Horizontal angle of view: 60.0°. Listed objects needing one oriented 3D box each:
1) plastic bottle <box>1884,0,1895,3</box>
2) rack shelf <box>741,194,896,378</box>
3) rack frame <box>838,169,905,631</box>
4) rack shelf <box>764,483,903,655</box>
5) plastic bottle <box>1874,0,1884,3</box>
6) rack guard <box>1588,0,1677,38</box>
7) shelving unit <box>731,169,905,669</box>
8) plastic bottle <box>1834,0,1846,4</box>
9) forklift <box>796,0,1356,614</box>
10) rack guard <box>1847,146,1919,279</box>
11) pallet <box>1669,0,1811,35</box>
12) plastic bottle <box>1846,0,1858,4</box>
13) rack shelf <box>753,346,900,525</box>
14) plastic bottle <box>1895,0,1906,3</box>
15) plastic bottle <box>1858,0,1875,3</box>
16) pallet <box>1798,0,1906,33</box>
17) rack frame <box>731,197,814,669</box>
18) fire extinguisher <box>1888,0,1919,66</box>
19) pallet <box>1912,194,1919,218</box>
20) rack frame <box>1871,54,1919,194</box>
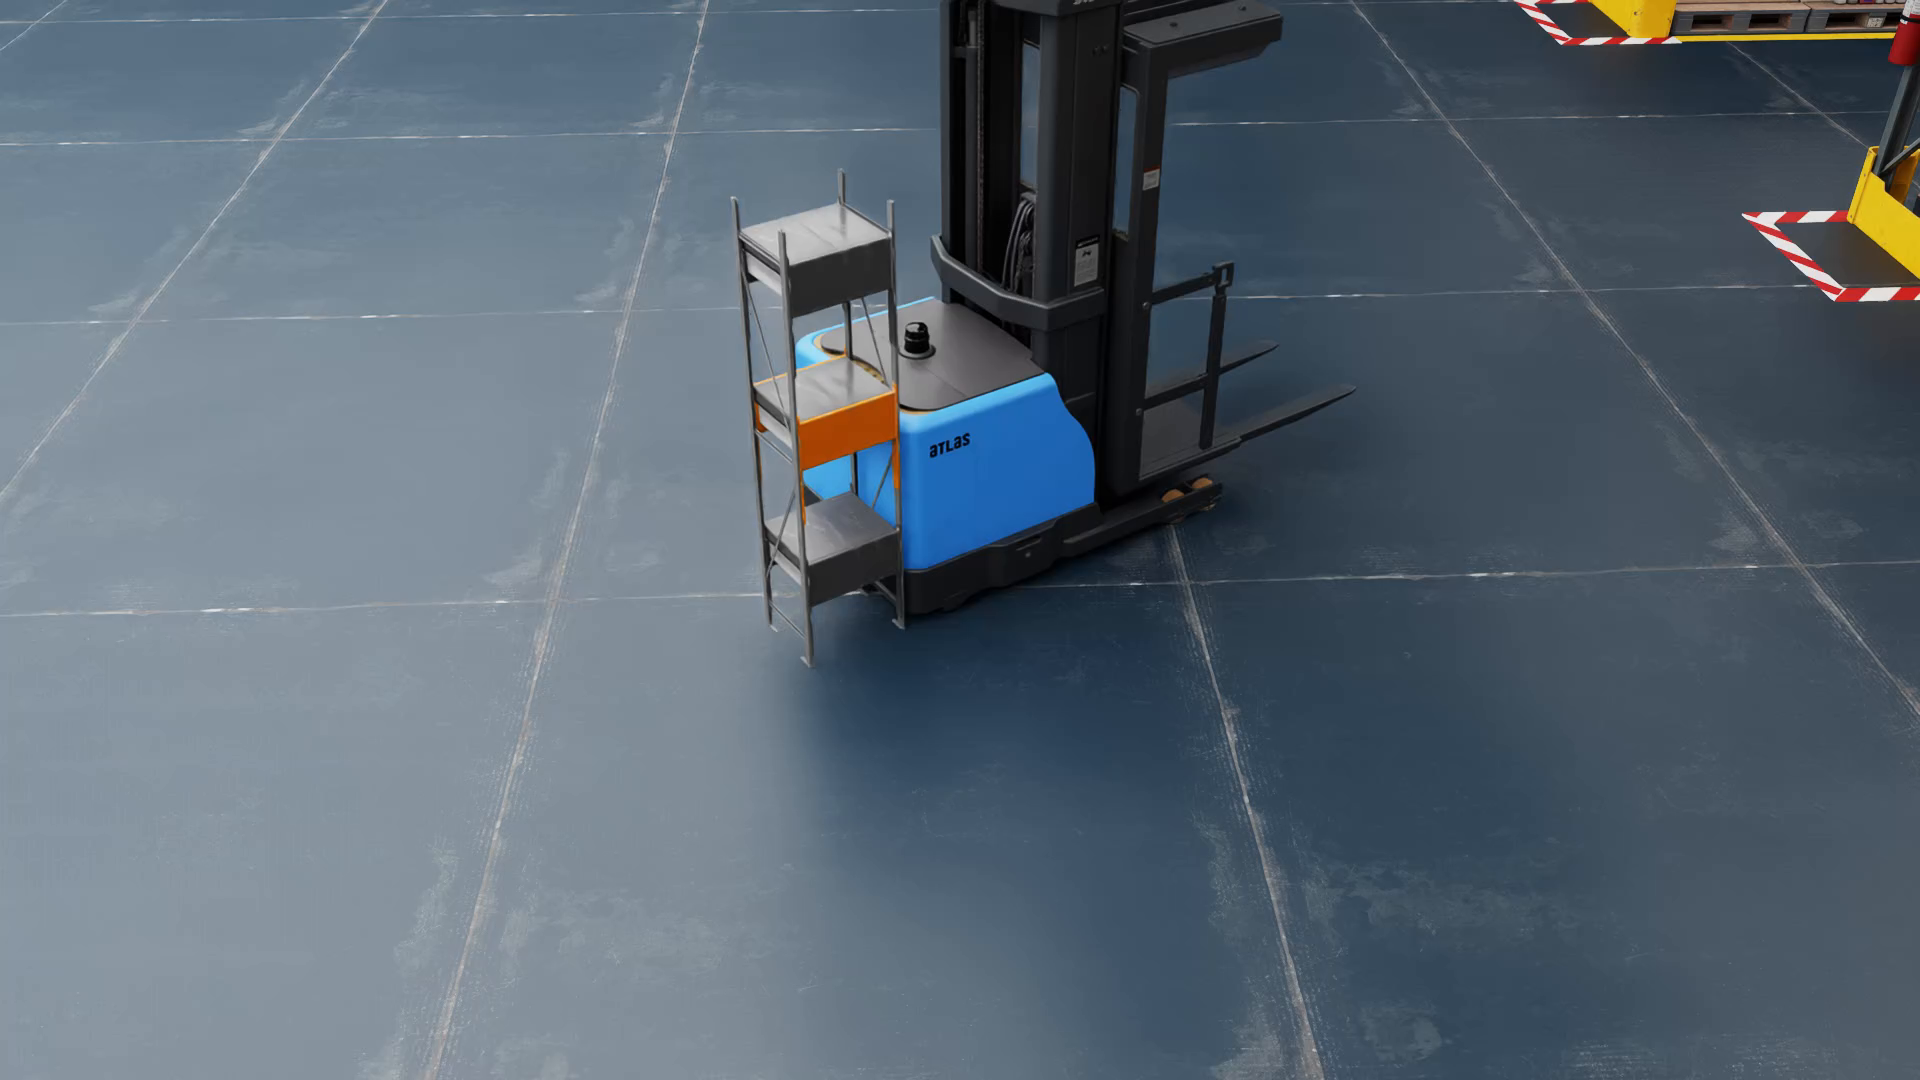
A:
[{"bbox_3d":[8.253,-4.897,14.701,0.097,0.271,0.097,0,35,0],"label":"plastic bottle"},{"bbox_3d":[-0.574,-1.026,6.681,0.480,0.518,0.431,-22,40,-28],"label":"rack shelf"},{"bbox_3d":[-0.374,-0.541,7.187,0.015,2.100,0.400,-22,40,-28],"label":"rack frame"},{"bbox_3d":[-0.574,0.125,7.478,0.480,0.518,0.431,-22,40,-28],"label":"rack shelf"},{"bbox_3d":[8.153,-4.895,14.697,0.097,0.271,0.097,0,35,0],"label":"plastic bottle"},{"bbox_3d":[6.059,-4.955,14.971,0.348,0.500,1.175,-2,35,-2],"label":"rack guard"},{"bbox_3d":[-0.574,-0.462,7.072,0.503,2.100,0.431,-22,40,-28],"label":"shelving unit"},{"bbox_3d":[7.811,-4.885,14.684,0.097,0.271,0.097,0,35,0],"label":"plastic bottle"},{"bbox_3d":[0.723,-1.516,7.865,3.031,2.935,1.130,-21,40,-28],"label":"forklift"},{"bbox_3d":[6.295,-2.113,10.864,0.348,0.500,1.175,-2,35,-2],"label":"rack guard"},{"bbox_3d":[6.870,-4.856,15.081,1.213,0.211,1.003,-2,35,-2],"label":"pallet"},{"bbox_3d":[7.914,-4.859,14.708,0.097,0.201,0.097,0,35,0],"label":"plastic bottle"},{"bbox_3d":[-0.574,-0.450,7.080,0.480,0.518,0.431,-22,40,-28],"label":"rack shelf"},{"bbox_3d":[8.352,-4.871,14.725,0.097,0.201,0.097,0,35,0],"label":"plastic bottle"},{"bbox_3d":[8.038,-4.886,14.674,0.133,0.283,0.061,-1,35,-1],"label":"plastic bottle"},{"bbox_3d":[8.086,-4.887,15.126,1.213,0.211,1.003,-2,35,-2],"label":"pallet"},{"bbox_3d":[-0.774,-0.382,6.957,0.015,2.100,0.400,-22,40,-28],"label":"rack frame"},{"bbox_3d":[6.083,-3.366,10.546,0.183,0.674,0.296,-2,35,-2],"label":"fire extinguisher"},{"bbox_3d":[7.109,-1.996,10.949,1.213,0.211,1.003,-2,35,-2],"label":"pallet"},{"bbox_3d":[6.219,-3.139,10.150,0.127,3.000,1.000,-2,35,-2],"label":"rack frame"}]
